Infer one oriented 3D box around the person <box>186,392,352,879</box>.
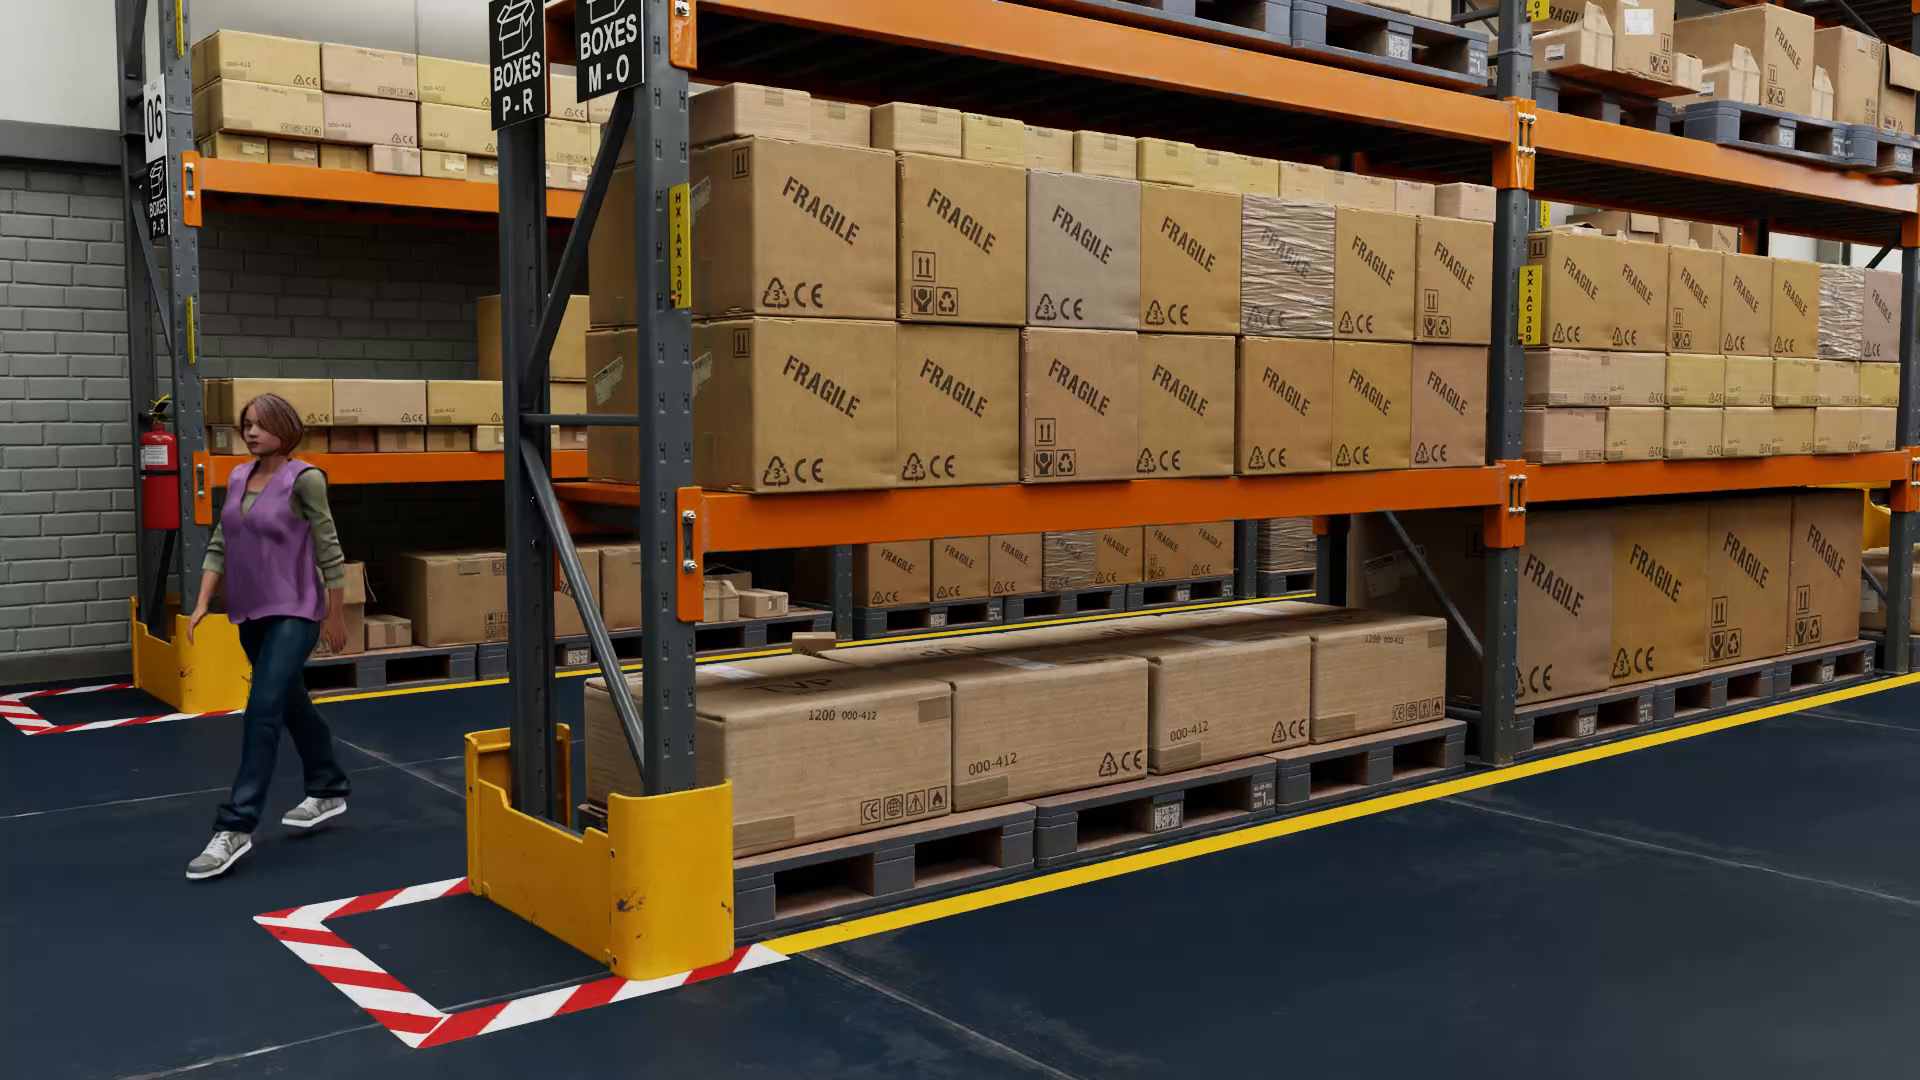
[{"bbox_3d":[-2.417,0.283,5.743,0.414,1.581,0.829,2,5,24],"label":"person"}]
